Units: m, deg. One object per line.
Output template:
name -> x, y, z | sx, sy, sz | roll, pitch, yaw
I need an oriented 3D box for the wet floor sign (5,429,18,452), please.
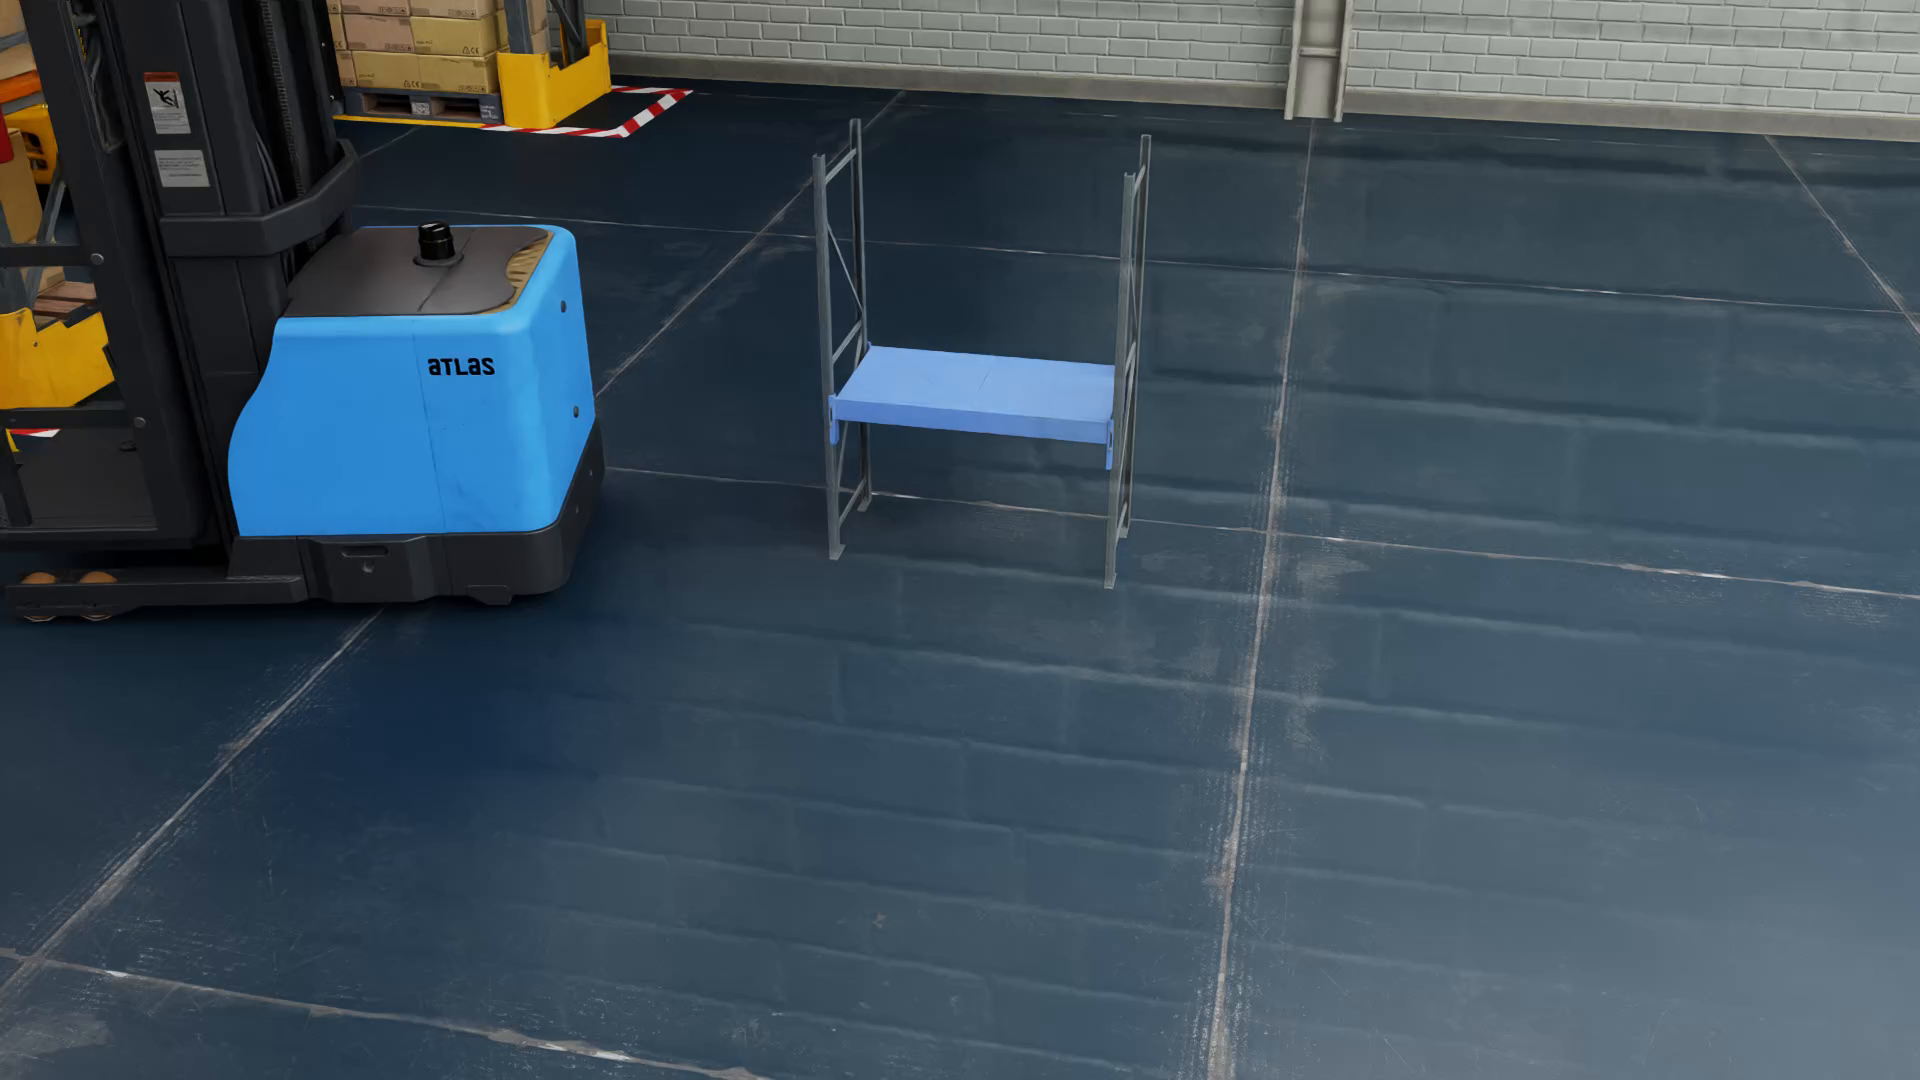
wet floor sign -> -3.957, -0.533, 6.551 | 0.232, 0.644, 0.267 | 17, 33, 28

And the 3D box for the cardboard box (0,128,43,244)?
cardboard box -> -4.674, -1.607, 7.707 | 0.500, 0.500, 0.500 | 5, 29, 9

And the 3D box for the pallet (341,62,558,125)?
pallet -> -3.643, -3.252, 11.971 | 1.213, 0.211, 1.003 | 6, 29, 11

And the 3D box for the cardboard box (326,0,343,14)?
cardboard box -> -4.398, -3.829, 11.506 | 0.500, 0.250, 0.500 | 6, 29, 11

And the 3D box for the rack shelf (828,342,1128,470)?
rack shelf -> 0.083, -0.492, 5.961 | 1.000, 0.185, 0.538 | 6, 29, 11

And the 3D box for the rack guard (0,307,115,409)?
rack guard -> -3.994, -0.998, 7.553 | 0.348, 0.500, 1.175 | 6, 29, 11

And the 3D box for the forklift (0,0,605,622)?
forklift -> -2.905, -1.263, 5.504 | 3.031, 2.935, 1.130 | -1, 29, -2

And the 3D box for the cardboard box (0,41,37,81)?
cardboard box -> -4.208, -2.108, 7.239 | 0.250, 0.149, 0.380 | 6, 29, 11

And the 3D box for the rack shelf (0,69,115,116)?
rack shelf -> -5.875, -1.972, 7.477 | 4.000, 0.370, 1.077 | 6, 29, 11

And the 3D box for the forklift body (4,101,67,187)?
forklift body -> -5.122, -3.380, 10.183 | 1.214, 2.155, 2.313 | 6, 29, 11

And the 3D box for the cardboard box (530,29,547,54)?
cardboard box -> -3.326, -3.538, 12.014 | 0.500, 0.250, 0.500 | 6, 29, 11

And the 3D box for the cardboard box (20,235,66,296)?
cardboard box -> -4.651, -1.276, 7.883 | 0.500, 0.250, 0.500 | 6, 29, 10

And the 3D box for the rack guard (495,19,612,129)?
rack guard -> -2.863, -3.320, 11.793 | 0.348, 0.500, 1.175 | 6, 29, 11

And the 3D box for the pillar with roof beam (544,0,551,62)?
pillar with roof beam -> -4.278, -5.521, 6.964 | 0.400, 9.000, 9.100 | 6, 29, 11

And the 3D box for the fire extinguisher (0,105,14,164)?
fire extinguisher -> -3.904, -1.825, 6.541 | 0.183, 0.674, 0.296 | 6, 29, 11

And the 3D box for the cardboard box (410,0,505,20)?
cardboard box -> -3.402, -3.735, 11.333 | 0.500, 0.250, 0.500 | 7, 29, 12

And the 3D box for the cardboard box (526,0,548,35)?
cardboard box -> -3.303, -3.761, 11.901 | 0.500, 0.250, 0.500 | 6, 29, 11

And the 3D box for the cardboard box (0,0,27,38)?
cardboard box -> -4.325, -2.439, 7.168 | 0.500, 0.500, 0.500 | 5, 29, 10

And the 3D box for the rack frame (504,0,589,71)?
rack frame -> -2.887, -4.418, 11.197 | 0.127, 3.000, 1.000 | 6, 29, 11

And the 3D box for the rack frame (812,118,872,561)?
rack frame -> -0.414, -0.700, 5.967 | 0.032, 1.500, 0.500 | 6, 29, 11

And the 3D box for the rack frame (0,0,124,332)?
rack frame -> -3.919, -2.087, 6.938 | 0.127, 3.000, 1.000 | 6, 29, 11

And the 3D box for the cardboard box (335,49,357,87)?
cardboard box -> -4.384, -3.404, 11.770 | 0.500, 0.250, 0.500 | 6, 29, 11

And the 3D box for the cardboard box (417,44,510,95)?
cardboard box -> -3.412, -3.295, 11.571 | 0.500, 0.250, 0.500 | 6, 29, 11

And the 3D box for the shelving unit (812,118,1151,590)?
shelving unit -> 0.083, -0.649, 5.874 | 1.048, 1.500, 0.538 | 6, 29, 11

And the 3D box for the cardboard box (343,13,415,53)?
cardboard box -> -3.916, -3.573, 11.558 | 0.500, 0.250, 0.500 | 6, 29, 10

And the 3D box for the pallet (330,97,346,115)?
pallet -> -4.833, -3.376, 12.196 | 1.213, 0.211, 1.003 | 6, 29, 11

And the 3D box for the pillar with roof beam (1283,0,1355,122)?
pillar with roof beam -> 1.589, -4.920, 5.865 | 0.400, 9.000, 9.100 | 6, 29, 11

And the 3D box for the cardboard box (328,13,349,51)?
cardboard box -> -4.425, -3.615, 11.635 | 0.500, 0.250, 0.500 | 5, 29, 9

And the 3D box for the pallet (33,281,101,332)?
pallet -> -4.781, -0.970, 7.801 | 1.213, 0.211, 1.003 | 6, 29, 11

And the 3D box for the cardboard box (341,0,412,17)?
cardboard box -> -3.903, -3.783, 11.422 | 0.500, 0.250, 0.500 | 6, 29, 11

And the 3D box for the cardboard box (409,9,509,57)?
cardboard box -> -3.428, -3.518, 11.457 | 0.500, 0.250, 0.500 | 5, 29, 10

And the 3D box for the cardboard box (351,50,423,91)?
cardboard box -> -3.896, -3.350, 11.671 | 0.500, 0.250, 0.500 | 6, 29, 11

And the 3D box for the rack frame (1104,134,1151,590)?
rack frame -> 0.581, -0.598, 5.781 | 0.032, 1.500, 0.500 | 6, 29, 11
